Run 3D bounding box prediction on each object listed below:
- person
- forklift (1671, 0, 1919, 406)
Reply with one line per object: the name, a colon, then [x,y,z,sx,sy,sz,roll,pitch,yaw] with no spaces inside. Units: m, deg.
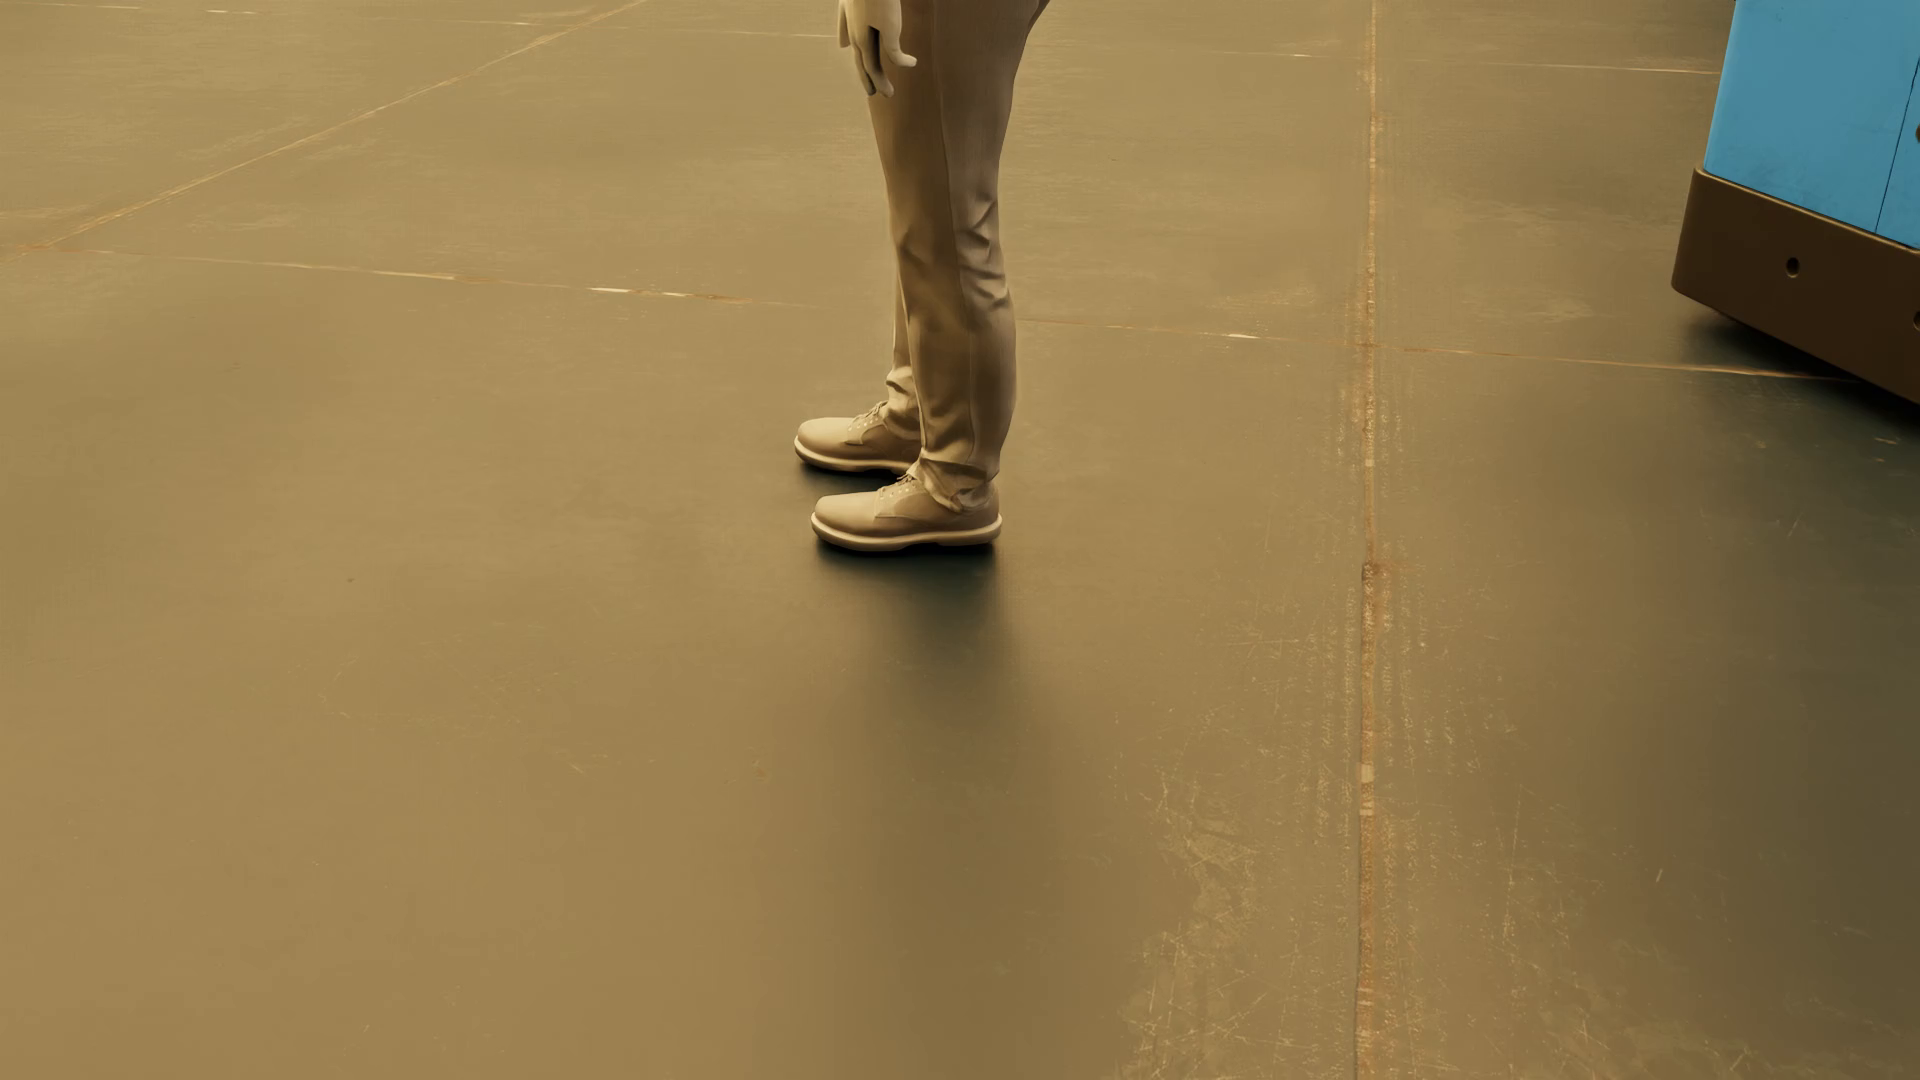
person: [-0.065,-0.773,2.134,0.531,1.695,0.588,6,27,11]
forklift: [3.007,-1.741,2.697,3.031,2.935,1.130,-7,28,-14]
